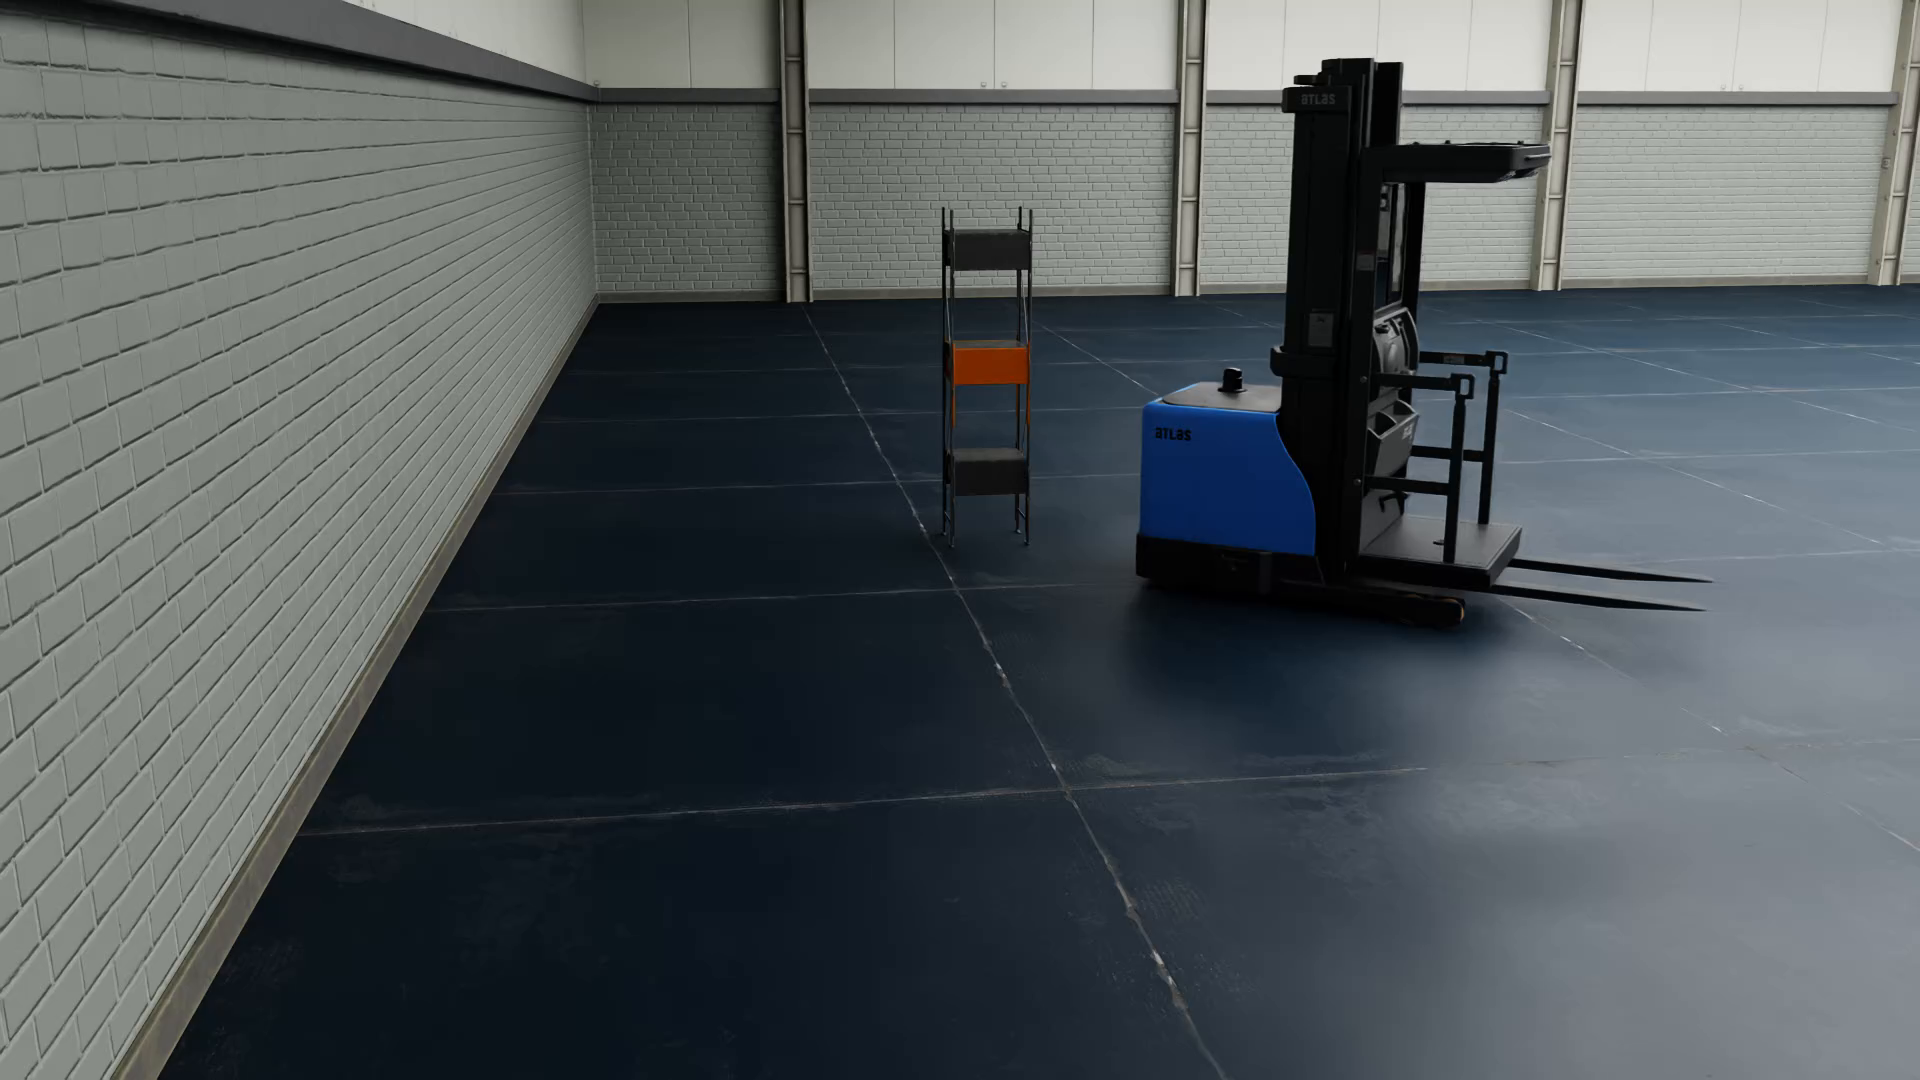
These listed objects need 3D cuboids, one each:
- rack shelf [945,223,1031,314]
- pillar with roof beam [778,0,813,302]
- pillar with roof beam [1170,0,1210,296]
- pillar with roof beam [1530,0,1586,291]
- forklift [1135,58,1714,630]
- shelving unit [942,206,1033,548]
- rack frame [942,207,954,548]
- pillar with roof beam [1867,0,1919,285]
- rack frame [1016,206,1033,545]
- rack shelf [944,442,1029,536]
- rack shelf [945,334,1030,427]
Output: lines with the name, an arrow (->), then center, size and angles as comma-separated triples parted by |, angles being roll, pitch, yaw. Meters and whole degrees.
rack shelf -> 0.164, -1.690, 10.323 | 0.480, 0.518, 0.431 | -2, 14, -8
pillar with roof beam -> -1.786, -6.937, 19.883 | 0.400, 9.000, 9.100 | -2, 14, -8
pillar with roof beam -> 4.147, -7.154, 20.750 | 0.400, 9.000, 9.100 | -2, 14, -8
pillar with roof beam -> 10.080, -7.372, 21.617 | 0.400, 9.000, 9.100 | -2, 14, -8
forklift -> 2.569, -1.092, 9.049 | 3.031, 2.935, 1.130 | 7, 16, 26
shelving unit -> 0.164, -1.024, 10.490 | 0.503, 2.100, 0.431 | -2, 14, -8
rack frame -> -0.078, -1.016, 10.455 | 0.015, 2.100, 0.400 | -2, 14, -8
pillar with roof beam -> 16.013, -7.589, 22.484 | 0.400, 9.000, 9.100 | -2, 14, -8
rack frame -> 0.405, -1.033, 10.526 | 0.015, 2.100, 0.400 | -2, 14, -8
rack shelf -> 0.164, -0.332, 10.664 | 0.480, 0.518, 0.431 | -2, 14, -8
rack shelf -> 0.164, -1.011, 10.494 | 0.480, 0.518, 0.431 | -2, 14, -8
